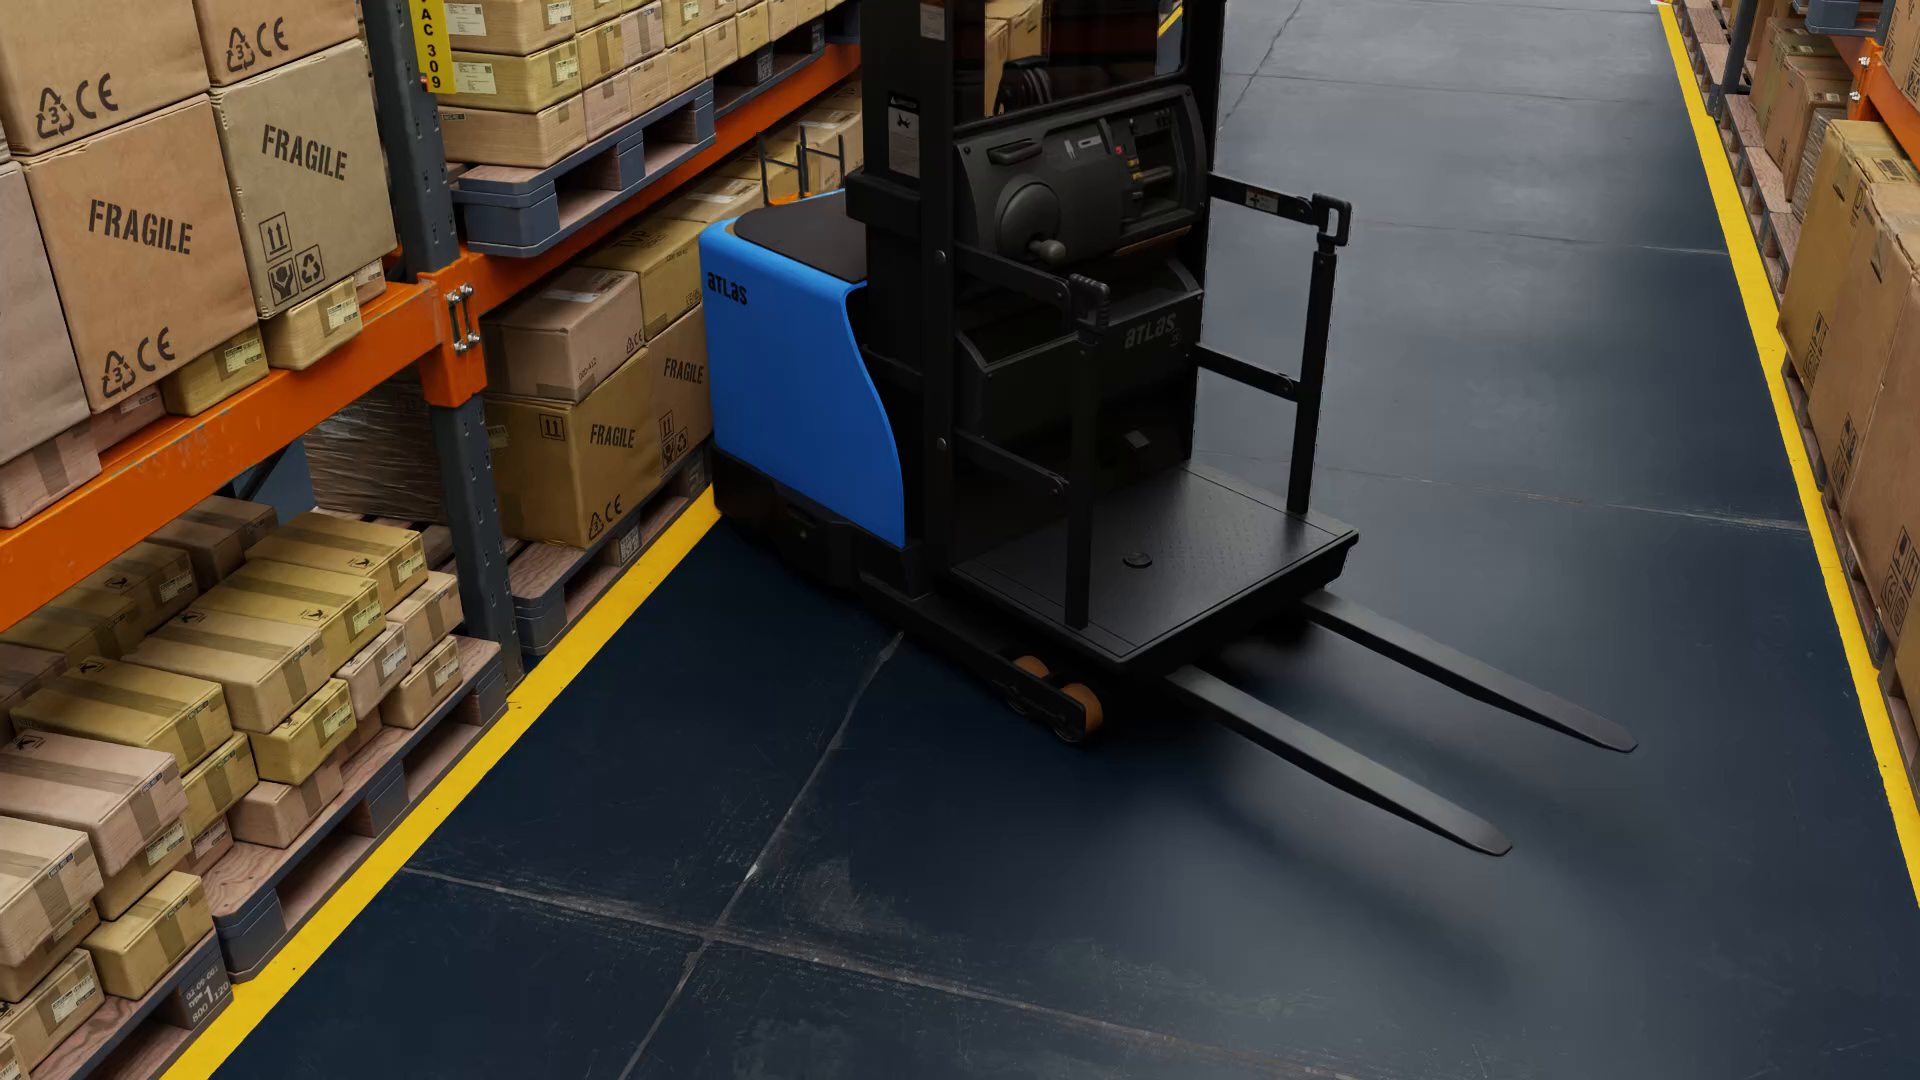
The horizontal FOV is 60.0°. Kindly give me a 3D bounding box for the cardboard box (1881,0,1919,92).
[{"bbox_3d":[3.681,-1.898,5.973,0.500,0.500,0.500,9,30,16],"label":"cardboard box"}]

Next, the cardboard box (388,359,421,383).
[{"bbox_3d":[-1.825,-0.738,5.359,0.500,0.250,0.500,8,30,14],"label":"cardboard box"}]

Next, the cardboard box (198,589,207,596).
[{"bbox_3d":[-2.214,0.118,4.647,0.380,0.149,0.250,10,31,17],"label":"cardboard box"}]

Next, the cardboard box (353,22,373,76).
[{"bbox_3d":[-1.874,-1.354,4.619,0.380,0.149,0.250,9,30,16],"label":"cardboard box"}]

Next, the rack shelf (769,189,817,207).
[{"bbox_3d":[-0.550,-1.164,5.948,0.180,0.103,0.258,-24,34,-36],"label":"rack shelf"}]

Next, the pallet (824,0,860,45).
[{"bbox_3d":[-0.735,-2.366,7.114,1.213,0.211,1.003,8,30,15],"label":"pallet"}]

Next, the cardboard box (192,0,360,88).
[{"bbox_3d":[-1.682,-1.291,3.547,0.500,0.500,0.500,7,30,13],"label":"cardboard box"}]

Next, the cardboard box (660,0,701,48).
[{"bbox_3d":[-1.021,-1.620,5.097,0.380,0.149,0.250,7,30,13],"label":"cardboard box"}]

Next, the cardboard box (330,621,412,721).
[{"bbox_3d":[-1.658,0.314,4.294,0.380,0.149,0.250,7,30,12],"label":"cardboard box"}]

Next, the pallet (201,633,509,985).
[{"bbox_3d":[-1.965,0.599,4.457,1.003,0.211,1.213,8,30,15],"label":"pallet"}]

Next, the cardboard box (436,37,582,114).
[{"bbox_3d":[-1.247,-1.258,4.447,0.380,0.149,0.250,9,30,16],"label":"cardboard box"}]

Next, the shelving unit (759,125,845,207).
[{"bbox_3d":[-0.541,-0.884,6.092,0.189,1.200,0.258,-24,34,-36],"label":"shelving unit"}]

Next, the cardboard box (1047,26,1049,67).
[{"bbox_3d":[0.163,-3.106,10.130,1.050,0.750,0.750,8,30,15],"label":"cardboard box"}]

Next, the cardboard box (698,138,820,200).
[{"bbox_3d":[-0.880,-1.389,6.530,0.500,0.250,0.500,9,30,16],"label":"cardboard box"}]

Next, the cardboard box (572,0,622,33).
[{"bbox_3d":[-1.171,-1.519,4.609,0.380,0.149,0.250,9,30,16],"label":"cardboard box"}]

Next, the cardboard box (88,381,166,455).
[{"bbox_3d":[-1.910,-0.300,3.463,0.380,0.149,0.250,8,30,13],"label":"cardboard box"}]

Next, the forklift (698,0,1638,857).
[{"bbox_3d":[0.504,-0.988,4.511,1.130,2.935,3.031,-24,37,-36],"label":"forklift"}]

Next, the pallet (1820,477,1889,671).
[{"bbox_3d":[3.420,0.098,5.357,1.003,0.211,1.213,8,30,15],"label":"pallet"}]

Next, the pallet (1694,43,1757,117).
[{"bbox_3d":[5.421,-2.999,10.923,1.003,0.211,1.213,8,30,15],"label":"pallet"}]

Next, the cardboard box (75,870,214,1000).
[{"bbox_3d":[-1.895,0.837,3.660,0.380,0.149,0.250,8,30,15],"label":"cardboard box"}]

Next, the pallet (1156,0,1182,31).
[{"bbox_3d":[1.200,-4.347,13.348,1.003,0.211,1.213,8,30,15],"label":"pallet"}]

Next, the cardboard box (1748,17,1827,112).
[{"bbox_3d":[5.057,-2.718,9.669,0.700,0.500,0.500,6,30,11],"label":"cardboard box"}]

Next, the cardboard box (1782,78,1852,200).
[{"bbox_3d":[4.572,-1.979,8.341,0.700,0.500,0.500,11,31,19],"label":"cardboard box"}]

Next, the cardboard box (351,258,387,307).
[{"bbox_3d":[-1.662,-0.661,4.111,0.380,0.149,0.250,8,30,14],"label":"cardboard box"}]

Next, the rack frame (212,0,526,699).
[{"bbox_3d":[-1.802,-0.937,4.349,1.000,3.000,0.127,8,30,15],"label":"rack frame"}]

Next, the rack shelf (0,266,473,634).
[{"bbox_3d":[-2.389,0.307,2.853,1.077,0.370,4.000,8,30,15],"label":"rack shelf"}]

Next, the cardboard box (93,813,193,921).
[{"bbox_3d":[-1.944,0.665,3.663,0.380,0.149,0.250,9,30,16],"label":"cardboard box"}]

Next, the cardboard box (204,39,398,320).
[{"bbox_3d":[-1.674,-0.846,3.776,0.500,0.500,0.500,9,30,15],"label":"cardboard box"}]

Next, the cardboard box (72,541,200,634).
[{"bbox_3d":[-2.239,0.115,4.346,0.380,0.149,0.250,10,31,17],"label":"cardboard box"}]

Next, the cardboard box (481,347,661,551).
[{"bbox_3d":[-1.332,-0.334,5.404,0.500,0.500,0.500,10,31,17],"label":"cardboard box"}]

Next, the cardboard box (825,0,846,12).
[{"bbox_3d":[-0.637,-2.100,6.265,0.380,0.149,0.250,7,30,13],"label":"cardboard box"}]

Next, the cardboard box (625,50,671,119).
[{"bbox_3d":[-1.094,-1.374,4.960,0.380,0.149,0.250,9,30,15],"label":"cardboard box"}]

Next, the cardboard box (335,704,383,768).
[{"bbox_3d":[-1.748,0.465,4.329,0.380,0.149,0.250,9,30,16],"label":"cardboard box"}]

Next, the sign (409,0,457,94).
[{"bbox_3d":[-1.281,-1.242,4.006,0.100,0.325,0.005,8,30,15],"label":"sign"}]

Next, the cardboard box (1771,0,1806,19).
[{"bbox_3d":[5.414,-3.172,10.505,0.500,0.500,0.500,8,30,13],"label":"cardboard box"}]

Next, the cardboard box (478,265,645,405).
[{"bbox_3d":[-1.333,-0.662,5.222,0.500,0.250,0.500,7,30,13],"label":"cardboard box"}]

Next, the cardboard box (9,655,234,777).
[{"bbox_3d":[-1.912,0.418,3.801,0.380,0.149,0.250,9,30,17],"label":"cardboard box"}]

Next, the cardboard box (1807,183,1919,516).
[{"bbox_3d":[3.592,-0.565,5.434,1.225,0.875,0.875,9,30,15],"label":"cardboard box"}]

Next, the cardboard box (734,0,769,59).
[{"bbox_3d":[-0.869,-1.736,5.611,0.380,0.149,0.250,8,30,14],"label":"cardboard box"}]

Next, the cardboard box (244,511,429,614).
[{"bbox_3d":[-1.658,0.068,4.431,0.380,0.149,0.250,9,30,16],"label":"cardboard box"}]

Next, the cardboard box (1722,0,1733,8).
[{"bbox_3d":[6.090,-4.280,12.497,0.500,0.500,0.500,17,33,28],"label":"cardboard box"}]

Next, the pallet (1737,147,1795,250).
[{"bbox_3d":[4.675,-1.751,8.680,1.003,0.211,1.213,8,30,15],"label":"pallet"}]
